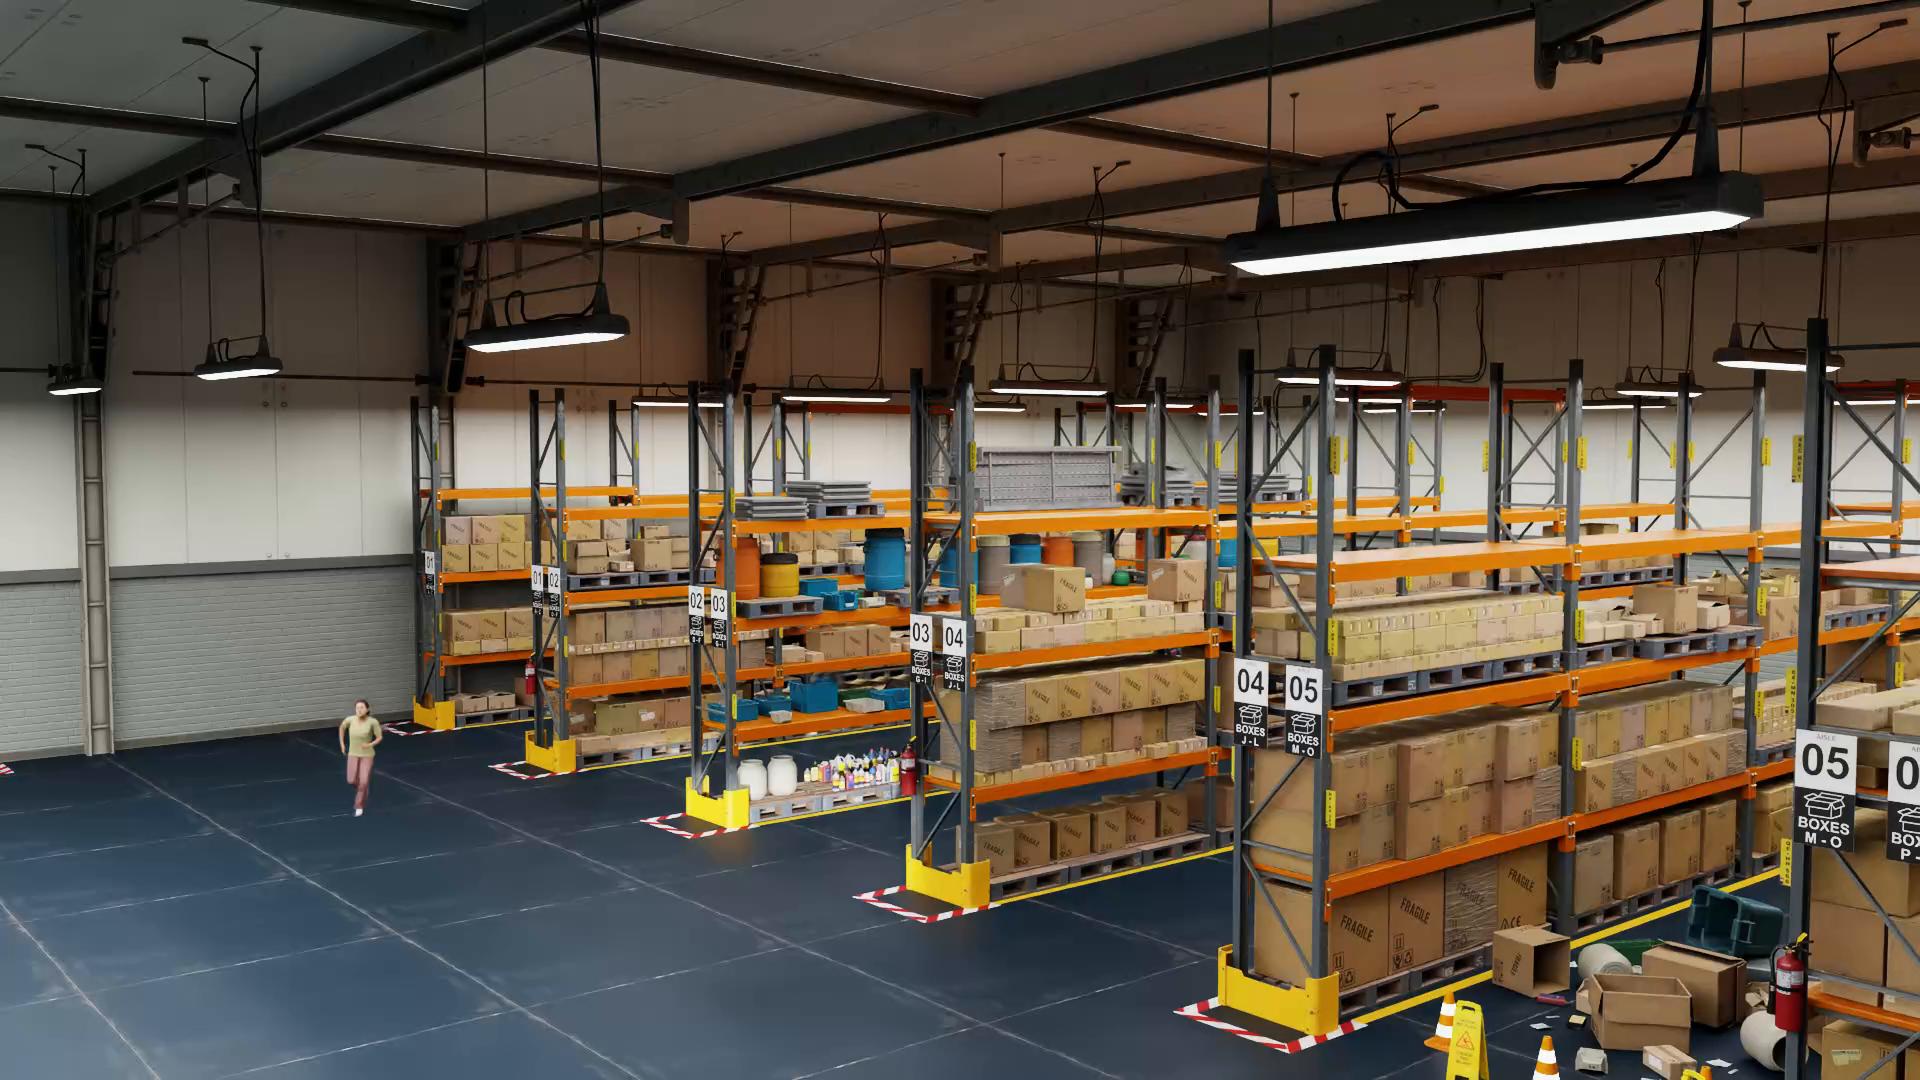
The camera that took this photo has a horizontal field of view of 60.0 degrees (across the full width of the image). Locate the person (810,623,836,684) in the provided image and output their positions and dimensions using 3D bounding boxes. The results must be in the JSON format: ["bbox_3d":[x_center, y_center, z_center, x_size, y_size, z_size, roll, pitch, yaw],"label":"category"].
[{"bbox_3d":[-2.651,2.410,32.164,0.660,1.824,0.799,3,4,40],"label":"person"}]

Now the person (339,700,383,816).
[{"bbox_3d":[-8.317,3.011,23.058,0.620,1.617,0.626,0,3,-6],"label":"person"}]
